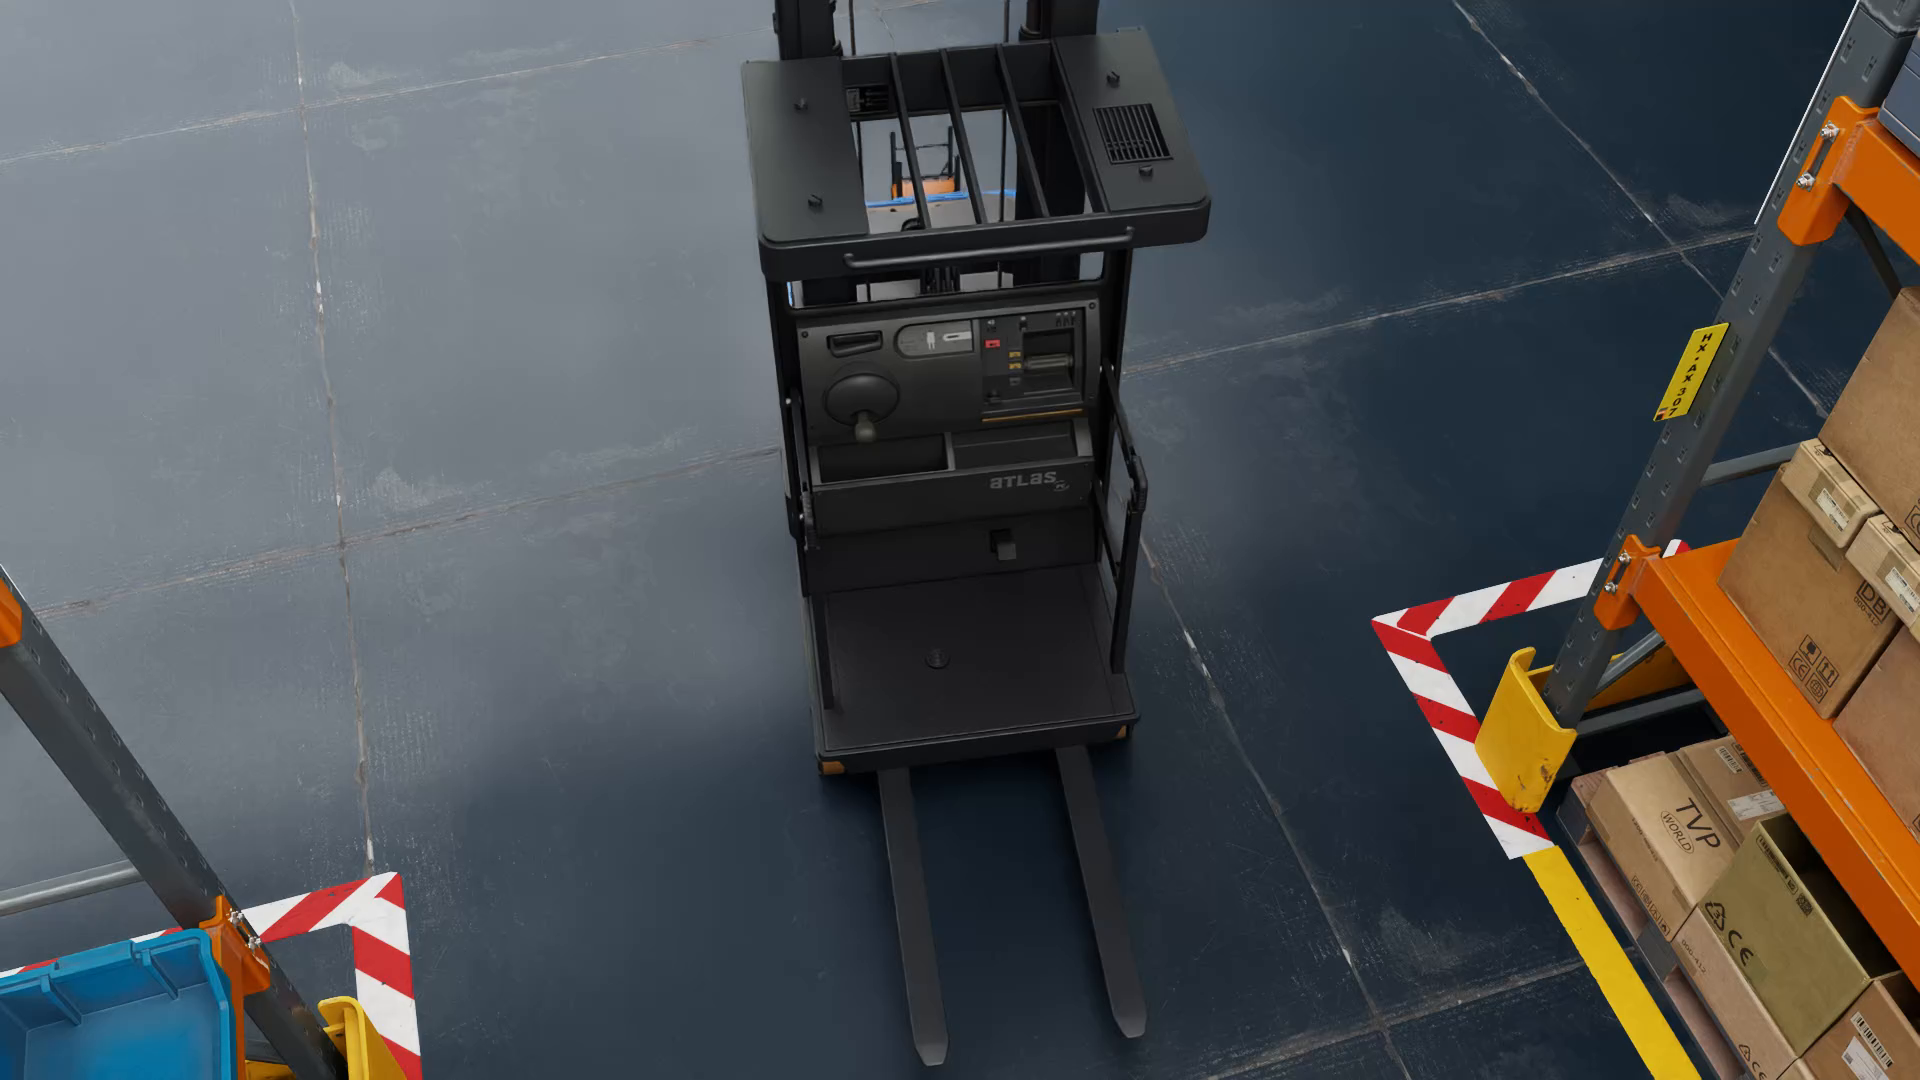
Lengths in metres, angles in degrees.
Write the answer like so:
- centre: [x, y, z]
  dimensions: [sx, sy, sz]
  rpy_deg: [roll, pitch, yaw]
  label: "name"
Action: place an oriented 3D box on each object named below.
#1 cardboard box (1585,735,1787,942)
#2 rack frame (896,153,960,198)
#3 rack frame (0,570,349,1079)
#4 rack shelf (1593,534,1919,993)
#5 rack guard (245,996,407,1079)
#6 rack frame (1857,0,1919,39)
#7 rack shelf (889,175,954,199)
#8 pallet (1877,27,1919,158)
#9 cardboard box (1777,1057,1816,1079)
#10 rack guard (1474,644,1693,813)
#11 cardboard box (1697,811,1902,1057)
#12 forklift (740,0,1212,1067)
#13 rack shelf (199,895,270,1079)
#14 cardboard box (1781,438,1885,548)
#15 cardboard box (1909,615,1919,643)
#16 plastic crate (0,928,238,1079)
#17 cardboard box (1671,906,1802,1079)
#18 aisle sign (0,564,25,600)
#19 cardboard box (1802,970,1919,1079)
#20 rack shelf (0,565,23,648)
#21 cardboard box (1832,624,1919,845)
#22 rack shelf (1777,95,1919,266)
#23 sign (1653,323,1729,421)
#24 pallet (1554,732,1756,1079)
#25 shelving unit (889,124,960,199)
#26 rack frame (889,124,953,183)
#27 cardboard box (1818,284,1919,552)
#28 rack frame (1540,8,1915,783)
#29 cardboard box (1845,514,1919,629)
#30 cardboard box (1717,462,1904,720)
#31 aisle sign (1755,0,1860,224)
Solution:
- centre: [2.377, 0.943, 5.307]
  dimensions: [0.500, 0.250, 0.500]
  rpy_deg: [-13, 51, -11]
  label: "cardboard box"
- centre: [-0.119, -1.032, 6.623]
  dimensions: [0.240, 1.200, 0.006]
  rpy_deg: [-7, 50, -6]
  label: "rack frame"
- centre: [-2.305, 0.868, 3.846]
  dimensions: [0.949, 2.616, 0.053]
  rpy_deg: [-13, 51, -11]
  label: "rack frame"
- centre: [3.023, 1.443, 3.832]
  dimensions: [1.077, 0.370, 4.000]
  rpy_deg: [-13, 51, -11]
  label: "rack shelf"
- centre: [-2.234, 1.718, 4.764]
  dimensions: [1.175, 0.500, 0.348]
  rpy_deg: [-13, 51, -11]
  label: "rack guard"
- centre: [2.431, -2.184, 2.495]
  dimensions: [1.000, 3.000, 0.127]
  rpy_deg: [-13, 51, -11]
  label: "rack frame"
- centre: [-0.133, -1.306, 6.442]
  dimensions: [0.258, 0.103, 0.180]
  rpy_deg: [-7, 50, -6]
  label: "rack shelf"
- centre: [2.616, -0.666, 3.235]
  dimensions: [1.003, 0.211, 1.213]
  rpy_deg: [-13, 51, -11]
  label: "pallet"
- centre: [2.676, 1.673, 4.691]
  dimensions: [0.500, 0.250, 0.500]
  rpy_deg: [-13, 51, -11]
  label: "cardboard box"
- centre: [2.424, 0.538, 5.759]
  dimensions: [1.175, 0.500, 0.348]
  rpy_deg: [-13, 51, -11]
  label: "rack guard"
- centre: [2.527, 1.066, 4.712]
  dimensions: [0.500, 0.500, 0.500]
  rpy_deg: [-13, 51, -11]
  label: "cardboard box"
- centre: [0.005, -0.421, 4.977]
  dimensions: [1.130, 2.935, 3.031]
  rpy_deg: [-6, 50, -5]
  label: "forklift"
- centre: [-1.710, 2.560, 2.890]
  dimensions: [1.077, 0.370, 4.000]
  rpy_deg: [-13, 51, -11]
  label: "rack shelf"
- centre: [2.342, -0.156, 4.220]
  dimensions: [0.380, 0.149, 0.250]
  rpy_deg: [-14, 51, -11]
  label: "cardboard box"
- centre: [2.495, 0.219, 3.904]
  dimensions: [0.380, 0.149, 0.250]
  rpy_deg: [-13, 51, -11]
  label: "cardboard box"
- centre: [-1.868, 1.213, 3.652]
  dimensions: [0.499, 0.251, 0.616]
  rpy_deg: [-13, 51, -11]
  label: "plastic crate"
- centre: [2.529, 1.307, 4.999]
  dimensions: [0.500, 0.250, 0.500]
  rpy_deg: [-13, 51, -11]
  label: "cardboard box"
- centre: [-2.039, -0.090, 2.954]
  dimensions: [0.394, 0.787, 0.004]
  rpy_deg: [-13, 51, -11]
  label: "aisle sign"
- centre: [2.687, 1.428, 4.407]
  dimensions: [0.500, 0.500, 0.500]
  rpy_deg: [-13, 51, -11]
  label: "cardboard box"
- centre: [-1.710, 1.593, 1.743]
  dimensions: [1.077, 0.370, 4.000]
  rpy_deg: [-13, 51, -11]
  label: "rack shelf"
- centre: [2.717, 0.444, 4.138]
  dimensions: [0.700, 0.500, 0.500]
  rpy_deg: [-12, 51, -10]
  label: "cardboard box"
- centre: [3.023, 0.476, 2.685]
  dimensions: [1.077, 0.370, 4.000]
  rpy_deg: [-13, 51, -11]
  label: "rack shelf"
- centre: [1.899, -0.433, 4.325]
  dimensions: [0.100, 0.325, 0.005]
  rpy_deg: [-13, 51, -11]
  label: "sign"
- centre: [2.698, 1.198, 5.392]
  dimensions: [1.003, 0.211, 1.213]
  rpy_deg: [-13, 51, -11]
  label: "pallet"
- centre: [-0.133, -1.101, 6.682]
  dimensions: [0.258, 1.200, 0.189]
  rpy_deg: [-7, 50, -6]
  label: "shelving unit"
- centre: [-0.147, -1.169, 6.741]
  dimensions: [0.240, 1.200, 0.006]
  rpy_deg: [-7, 50, -6]
  label: "rack frame"
- centre: [2.573, -0.318, 3.932]
  dimensions: [0.700, 0.500, 0.500]
  rpy_deg: [-13, 51, -11]
  label: "cardboard box"
- centre: [2.431, -0.250, 4.788]
  dimensions: [1.000, 3.000, 0.127]
  rpy_deg: [-13, 51, -11]
  label: "rack frame"
- centre: [2.422, 0.036, 4.058]
  dimensions: [0.380, 0.149, 0.250]
  rpy_deg: [-15, 51, -12]
  label: "cardboard box"
- centre: [2.557, 0.062, 4.460]
  dimensions: [0.700, 0.500, 0.500]
  rpy_deg: [-13, 51, -11]
  label: "cardboard box"
- centre: [2.119, -1.067, 3.777]
  dimensions: [0.394, 0.787, 0.004]
  rpy_deg: [-13, 51, -11]
  label: "aisle sign"
